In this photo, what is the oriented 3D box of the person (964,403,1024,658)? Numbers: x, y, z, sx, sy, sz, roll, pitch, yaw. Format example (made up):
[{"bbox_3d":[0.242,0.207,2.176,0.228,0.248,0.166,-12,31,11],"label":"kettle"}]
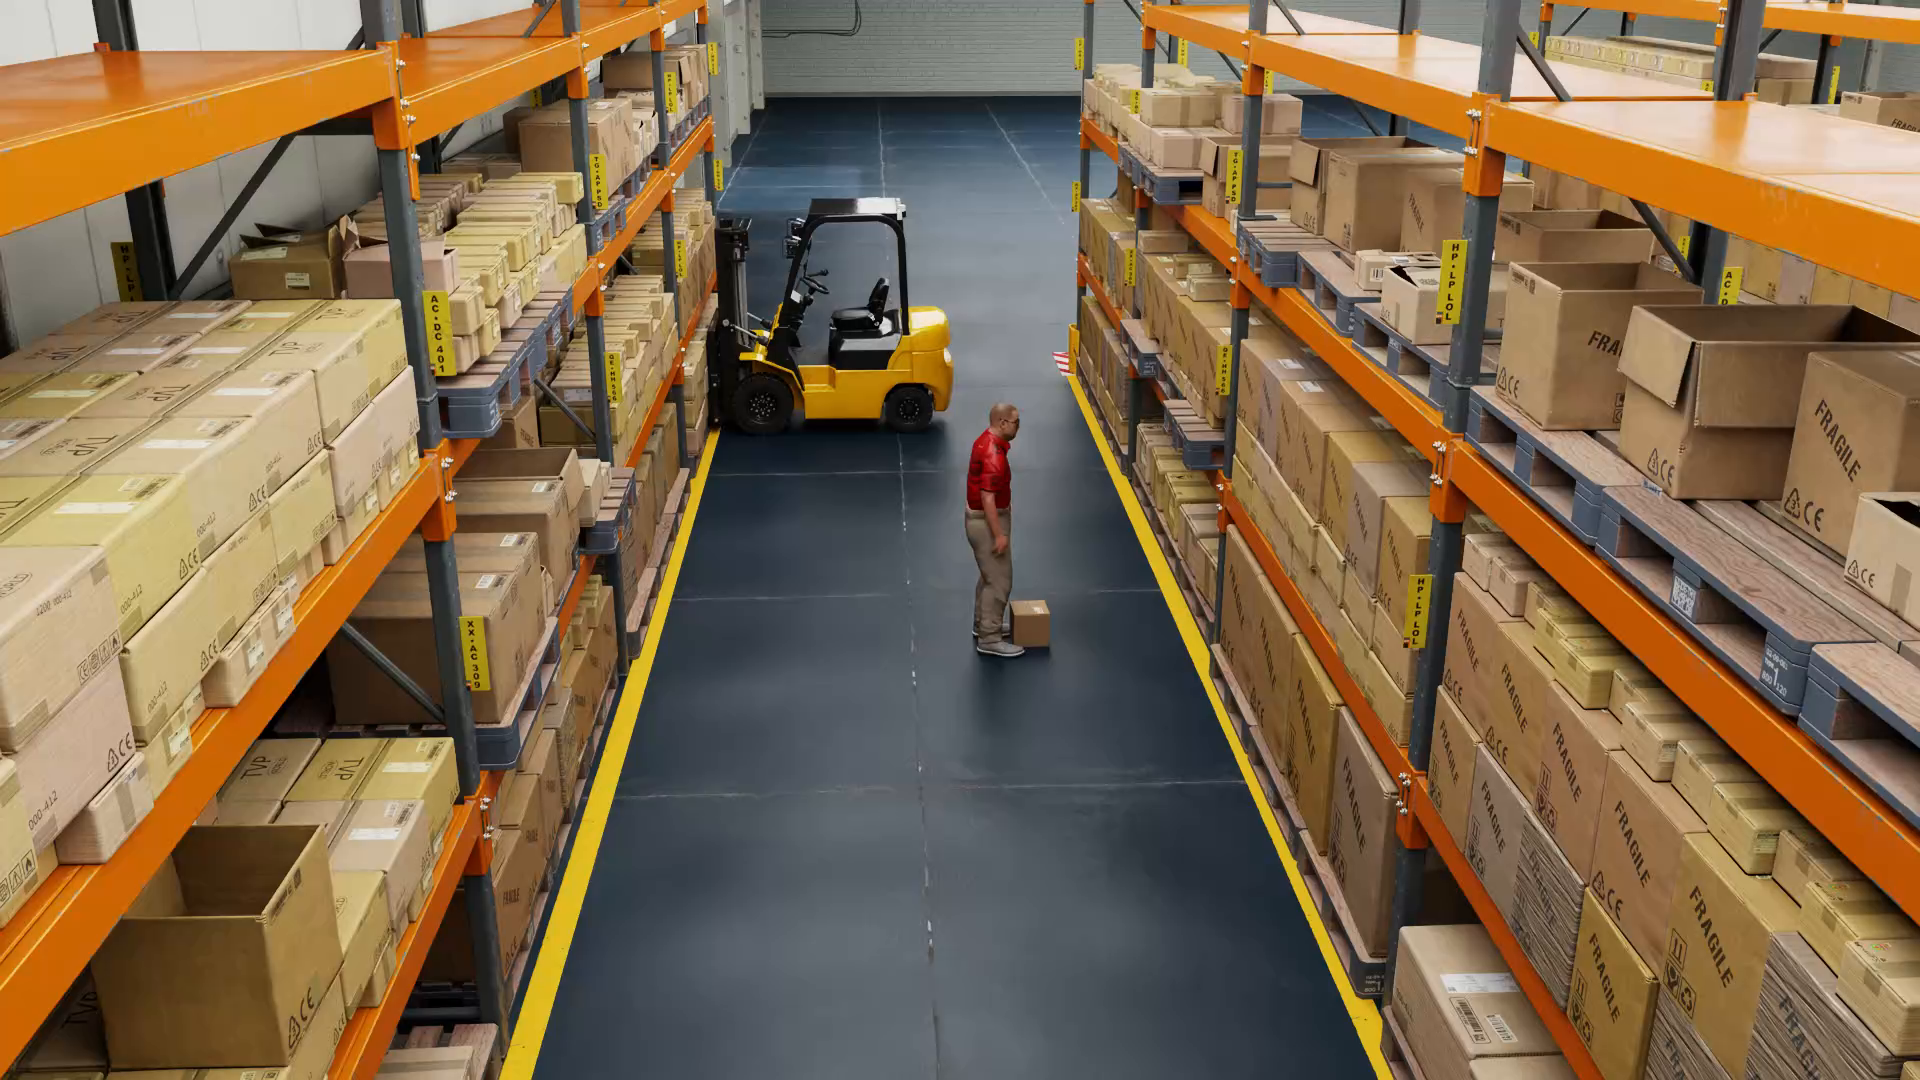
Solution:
[{"bbox_3d":[0.233,-0.095,11.353,0.396,1.726,0.585,-1,20,-3],"label":"person"}]
